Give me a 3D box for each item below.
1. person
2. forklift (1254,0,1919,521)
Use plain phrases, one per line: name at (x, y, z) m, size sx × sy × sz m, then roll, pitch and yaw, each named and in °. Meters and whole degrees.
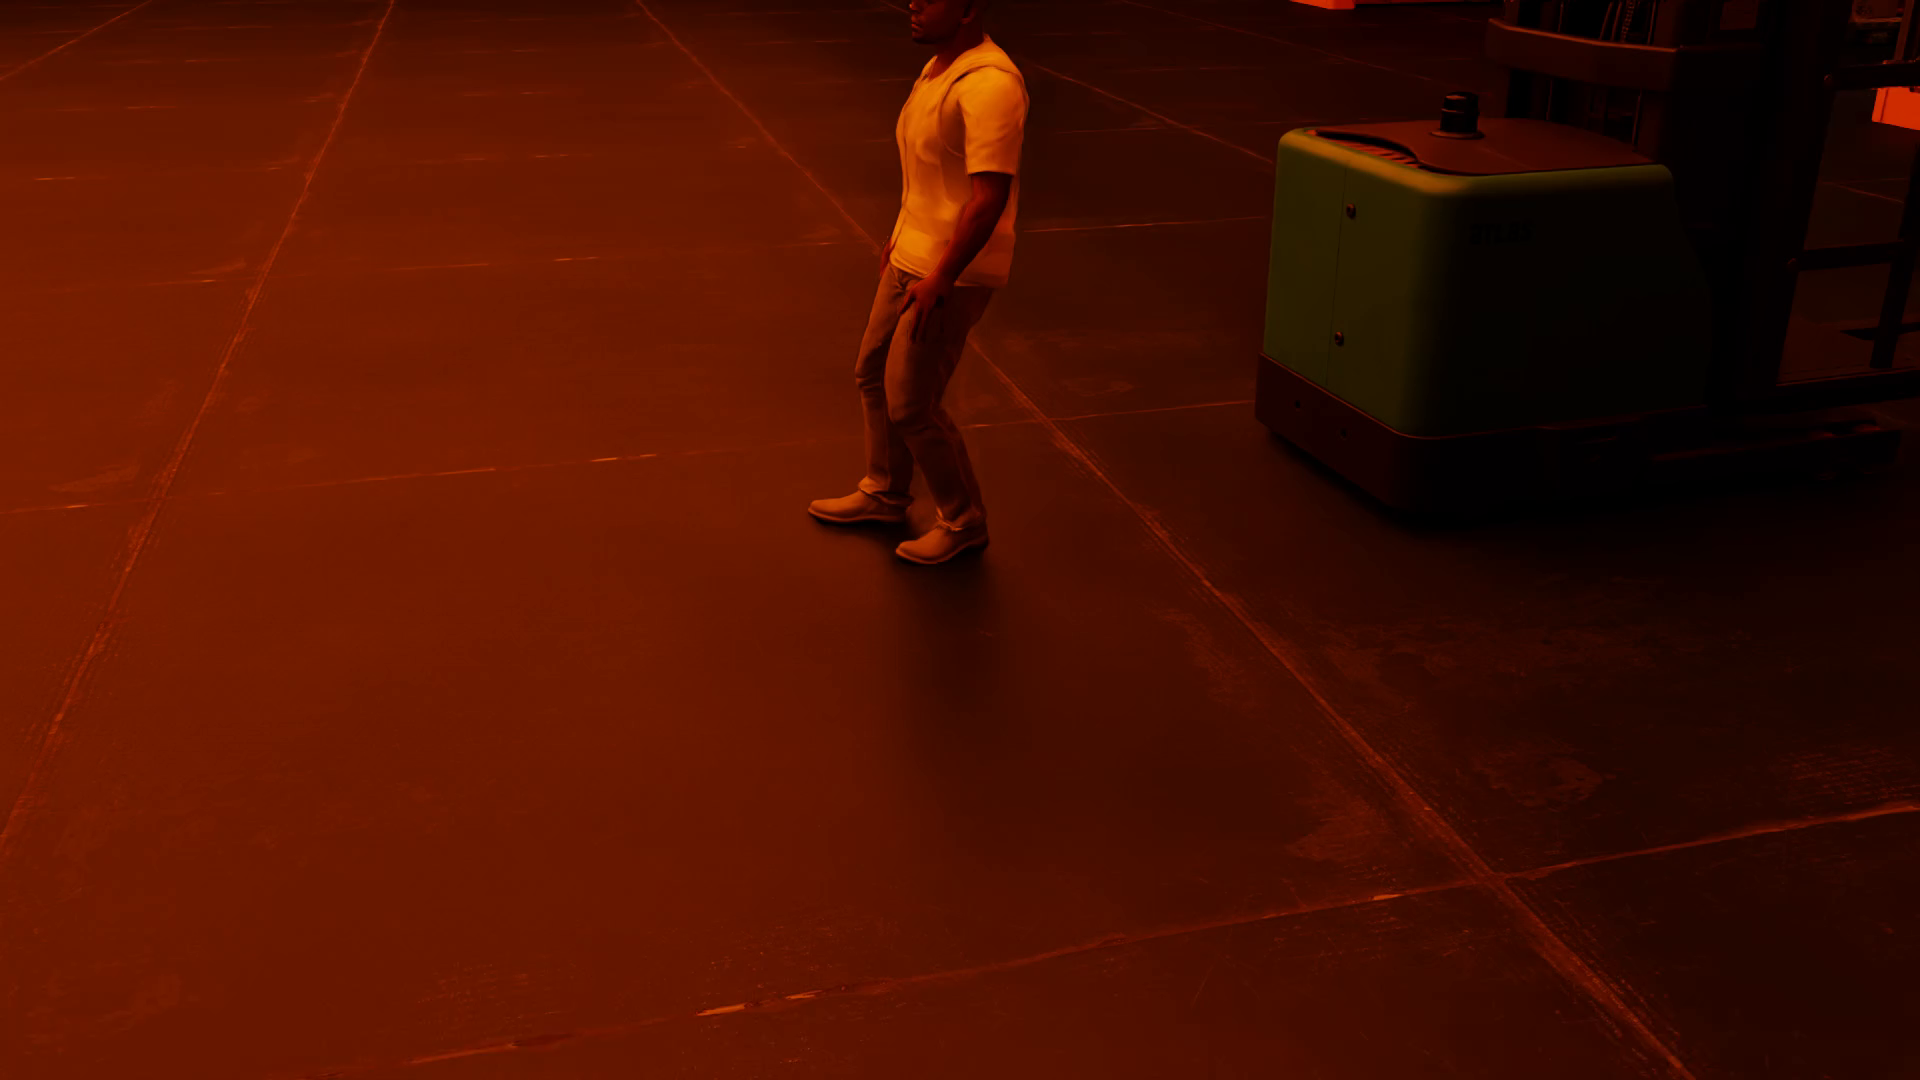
person at (-0.128, -0.778, 4.685) m, size 0.581 × 1.740 × 0.724 m, roll -5°, pitch 24°, yaw -12°
forklift at (2.617, -1.735, 5.385) m, size 3.031 × 2.935 × 1.130 m, roll -7°, pitch 24°, yaw -17°
